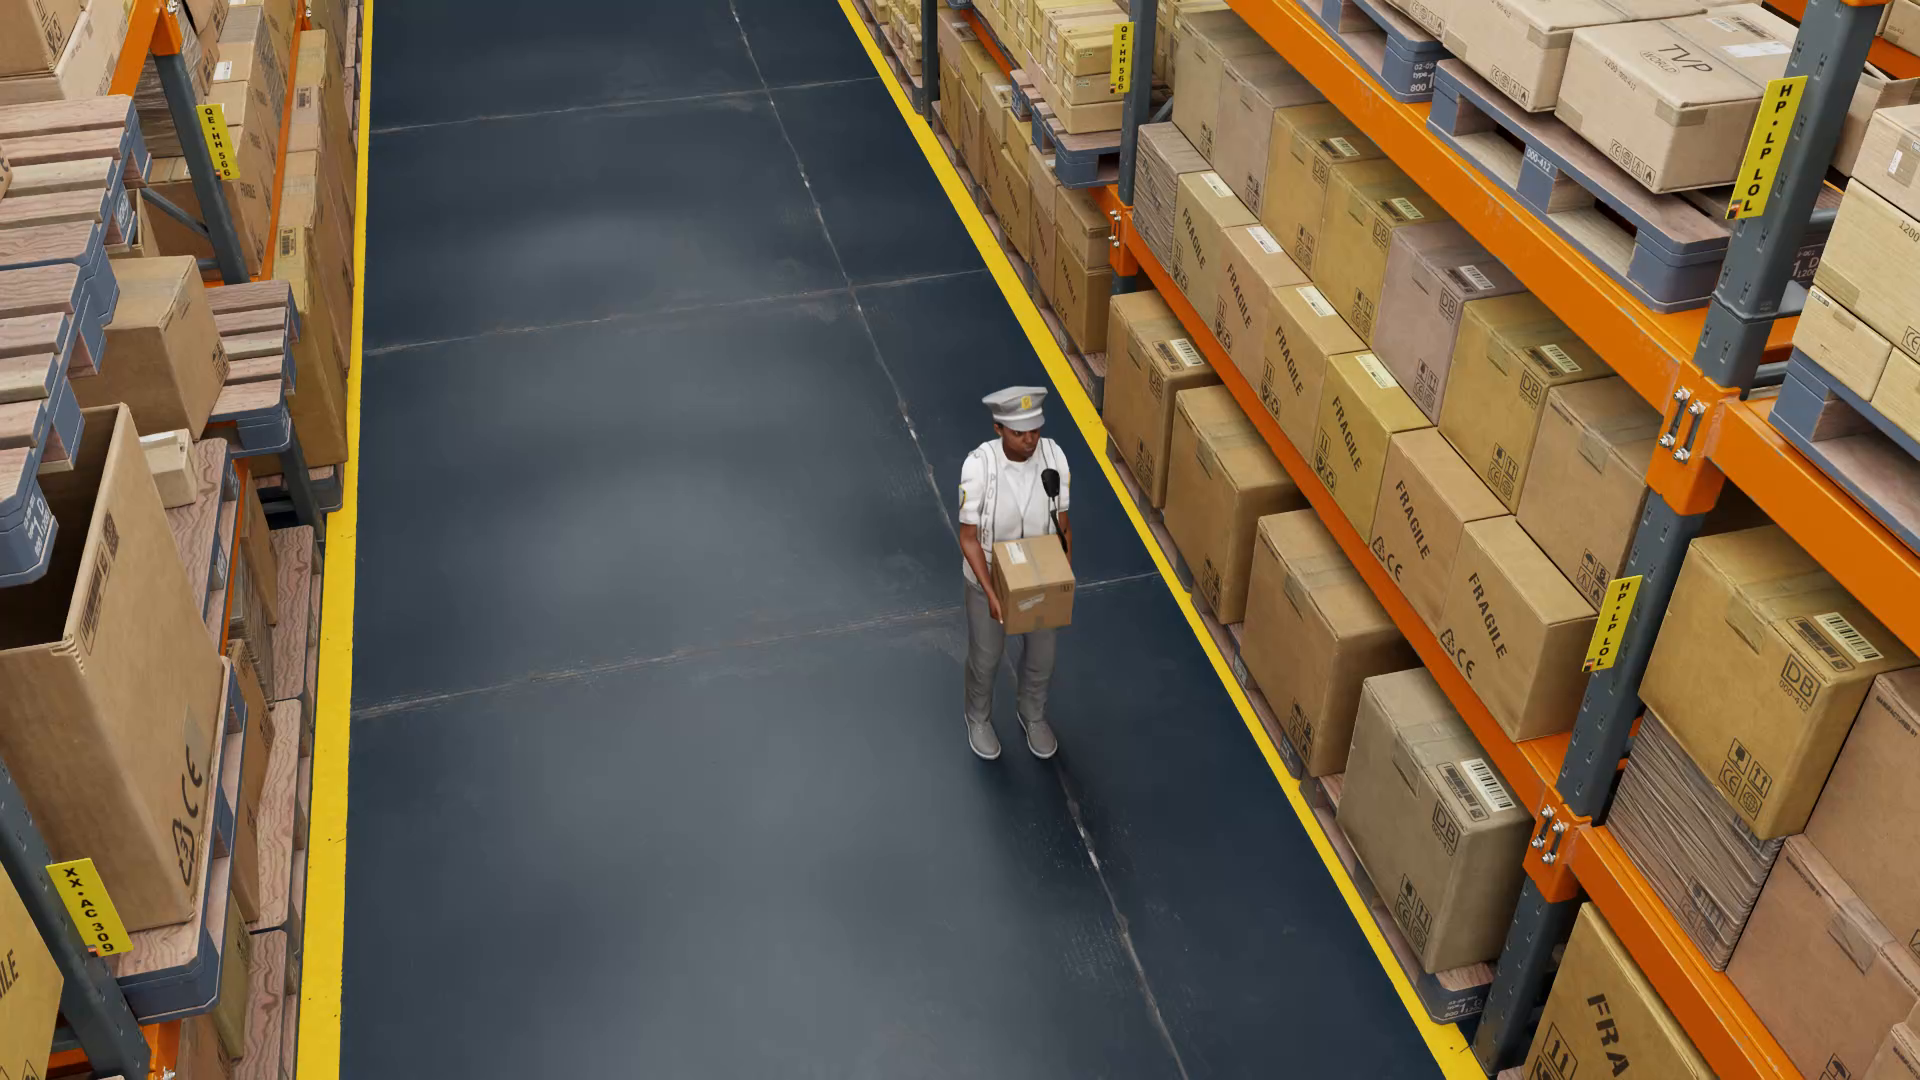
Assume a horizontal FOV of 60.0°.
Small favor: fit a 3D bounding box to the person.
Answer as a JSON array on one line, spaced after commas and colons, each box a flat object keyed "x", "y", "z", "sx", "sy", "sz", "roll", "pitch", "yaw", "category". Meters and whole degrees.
[{"x": 0.223, "y": 0.172, "z": 6.477, "sx": 0.451, "sy": 1.687, "sz": 0.531, "roll": -9, "pitch": 39, "yaw": -11, "category": "person"}]
